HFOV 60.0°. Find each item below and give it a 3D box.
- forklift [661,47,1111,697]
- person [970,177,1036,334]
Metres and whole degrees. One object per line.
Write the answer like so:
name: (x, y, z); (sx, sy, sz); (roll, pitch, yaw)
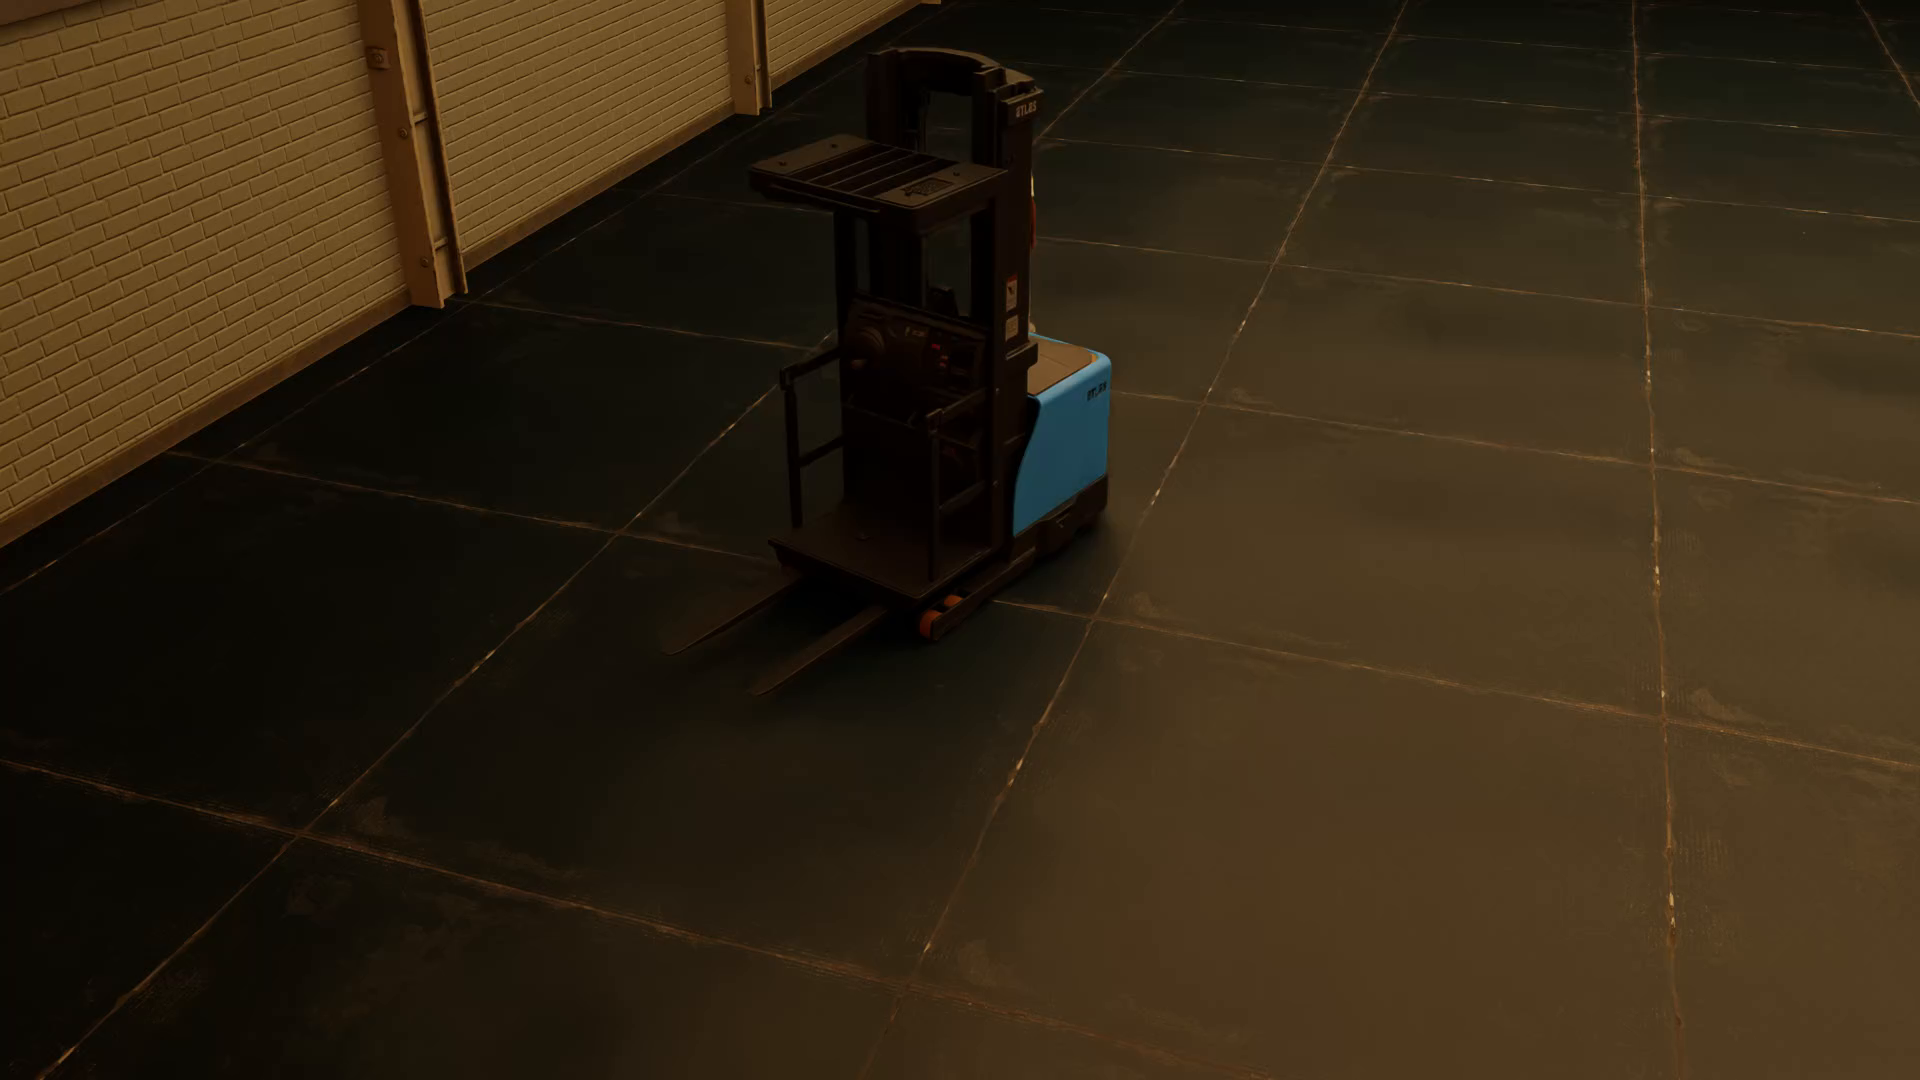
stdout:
forklift: (-0.377, -0.998, 8.887); (1.130, 2.935, 3.031); (20, 36, 32)
person: (0.330, -2.298, 12.458); (0.507, 1.657, 0.395); (3, 30, 5)
